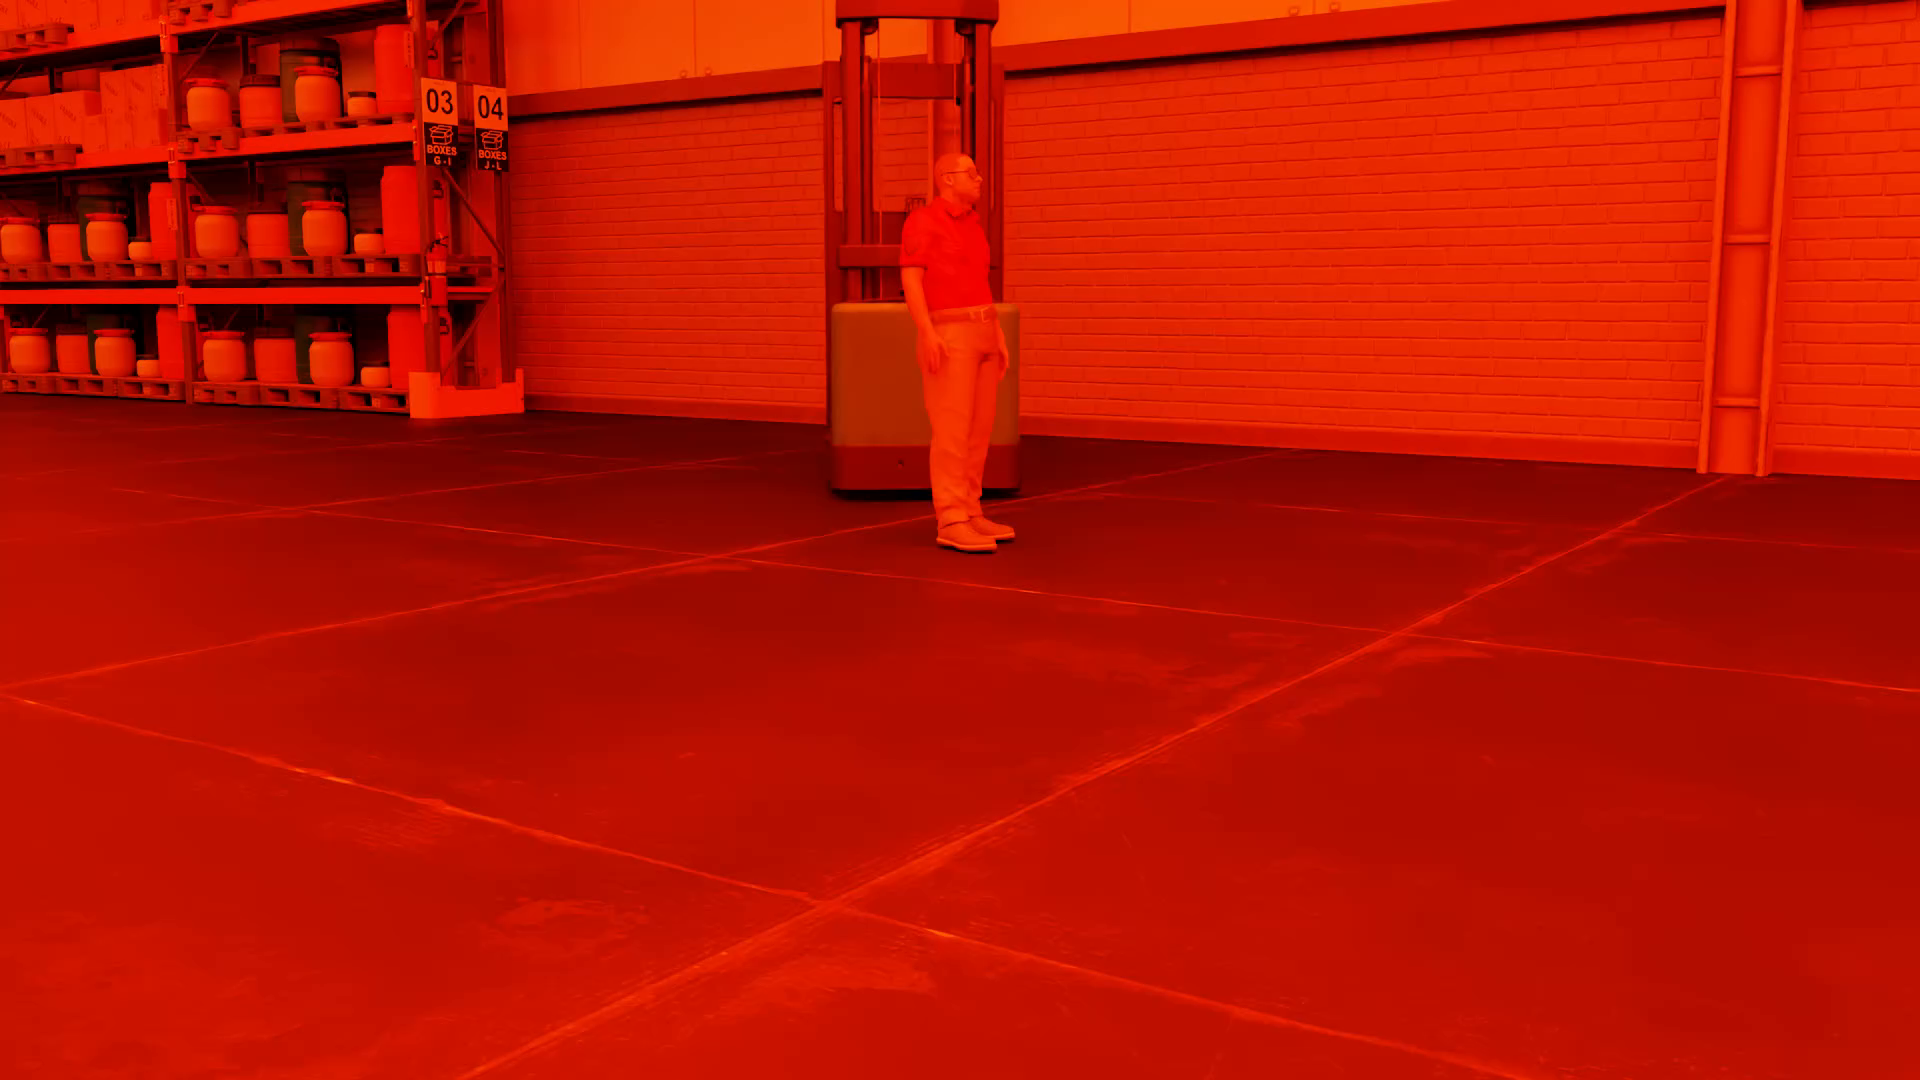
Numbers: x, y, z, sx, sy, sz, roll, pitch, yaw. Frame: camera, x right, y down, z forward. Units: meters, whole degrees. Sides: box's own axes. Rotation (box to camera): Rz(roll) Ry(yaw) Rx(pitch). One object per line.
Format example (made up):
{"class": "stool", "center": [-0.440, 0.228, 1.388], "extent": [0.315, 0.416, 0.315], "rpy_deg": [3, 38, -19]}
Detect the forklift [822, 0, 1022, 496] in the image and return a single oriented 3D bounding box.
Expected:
{"class": "forklift", "center": [-0.299, -1.868, 10.331], "extent": [1.130, 2.935, 3.031], "rpy_deg": [-1, 8, -5]}

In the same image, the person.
{"class": "person", "center": [0.067, -0.854, 7.421], "extent": [0.551, 1.727, 0.640], "rpy_deg": [5, 10, 34]}
